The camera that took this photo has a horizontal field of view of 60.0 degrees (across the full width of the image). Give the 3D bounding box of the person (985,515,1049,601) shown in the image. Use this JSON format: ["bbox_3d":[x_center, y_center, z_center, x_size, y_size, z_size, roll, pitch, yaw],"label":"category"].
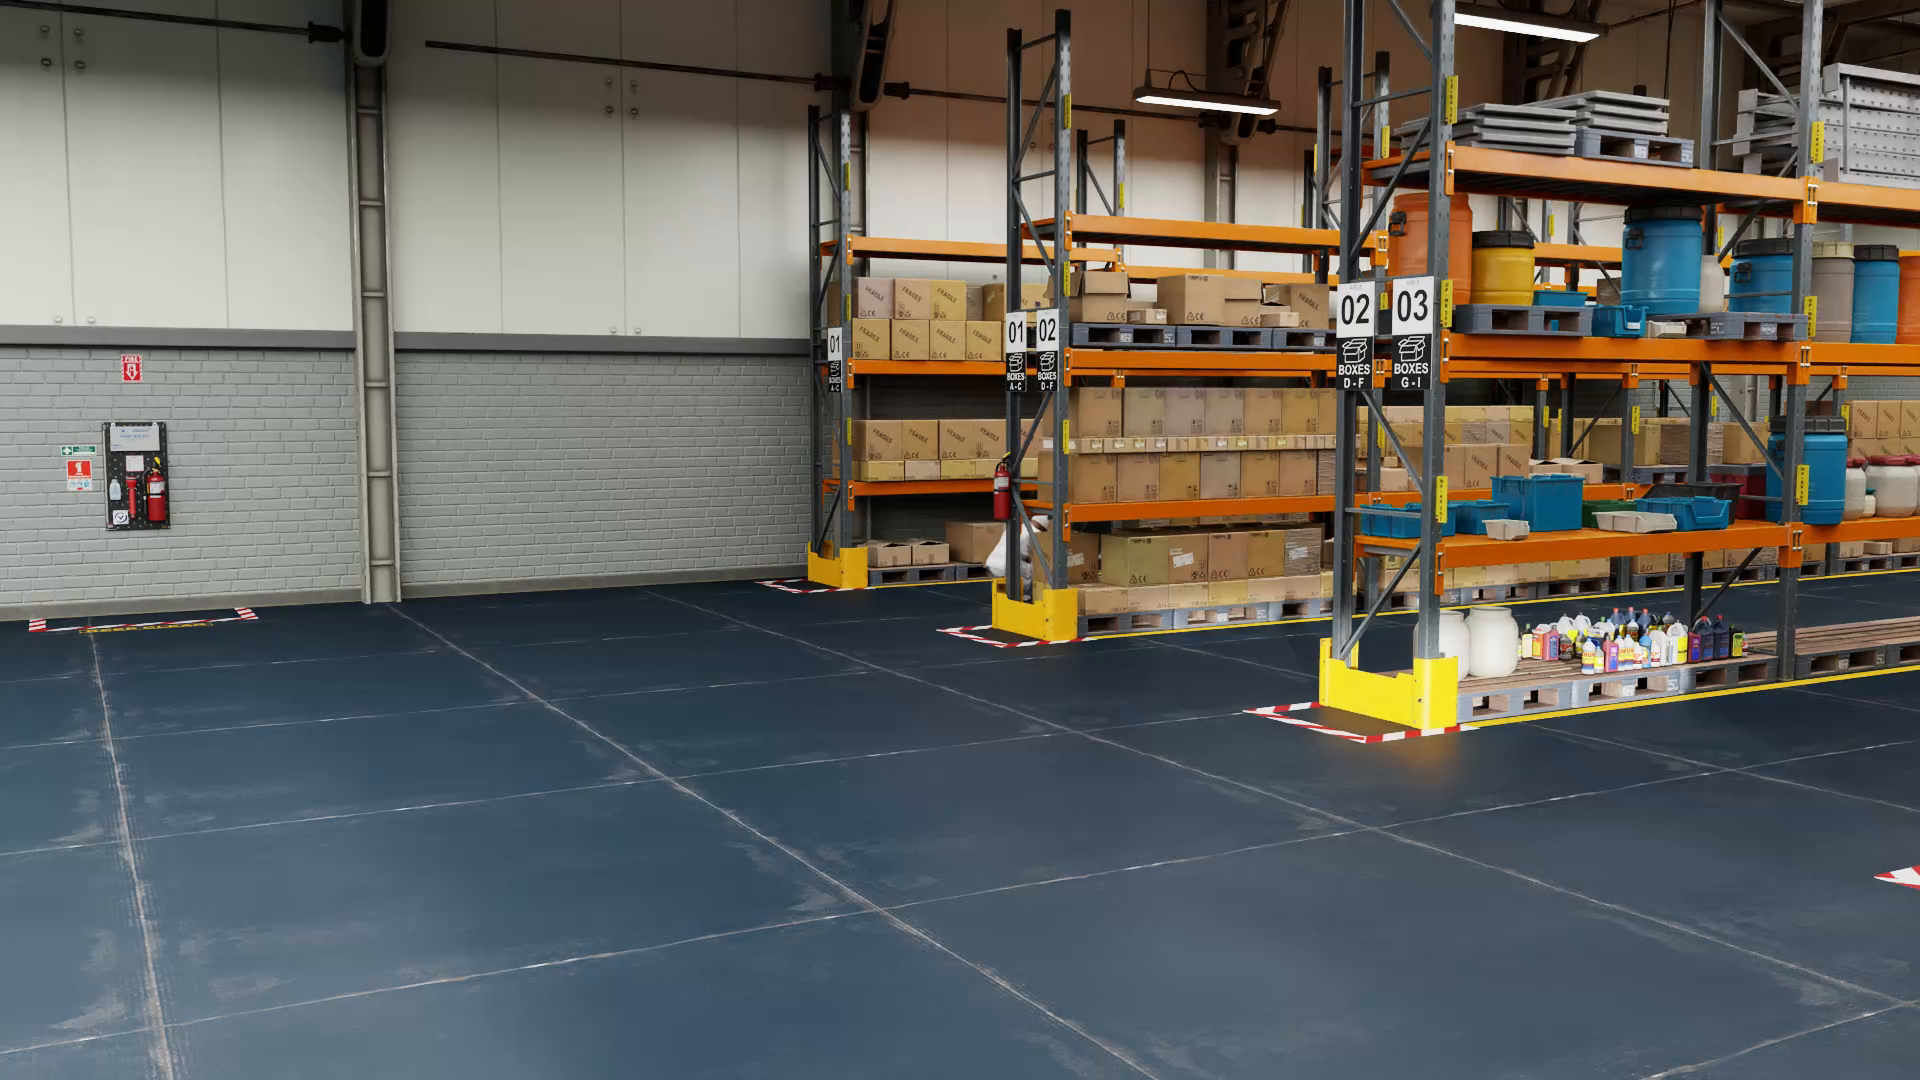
[{"bbox_3d":[0.727,0.201,19.384,0.898,0.993,0.567,-3,6,-29],"label":"person"}]
